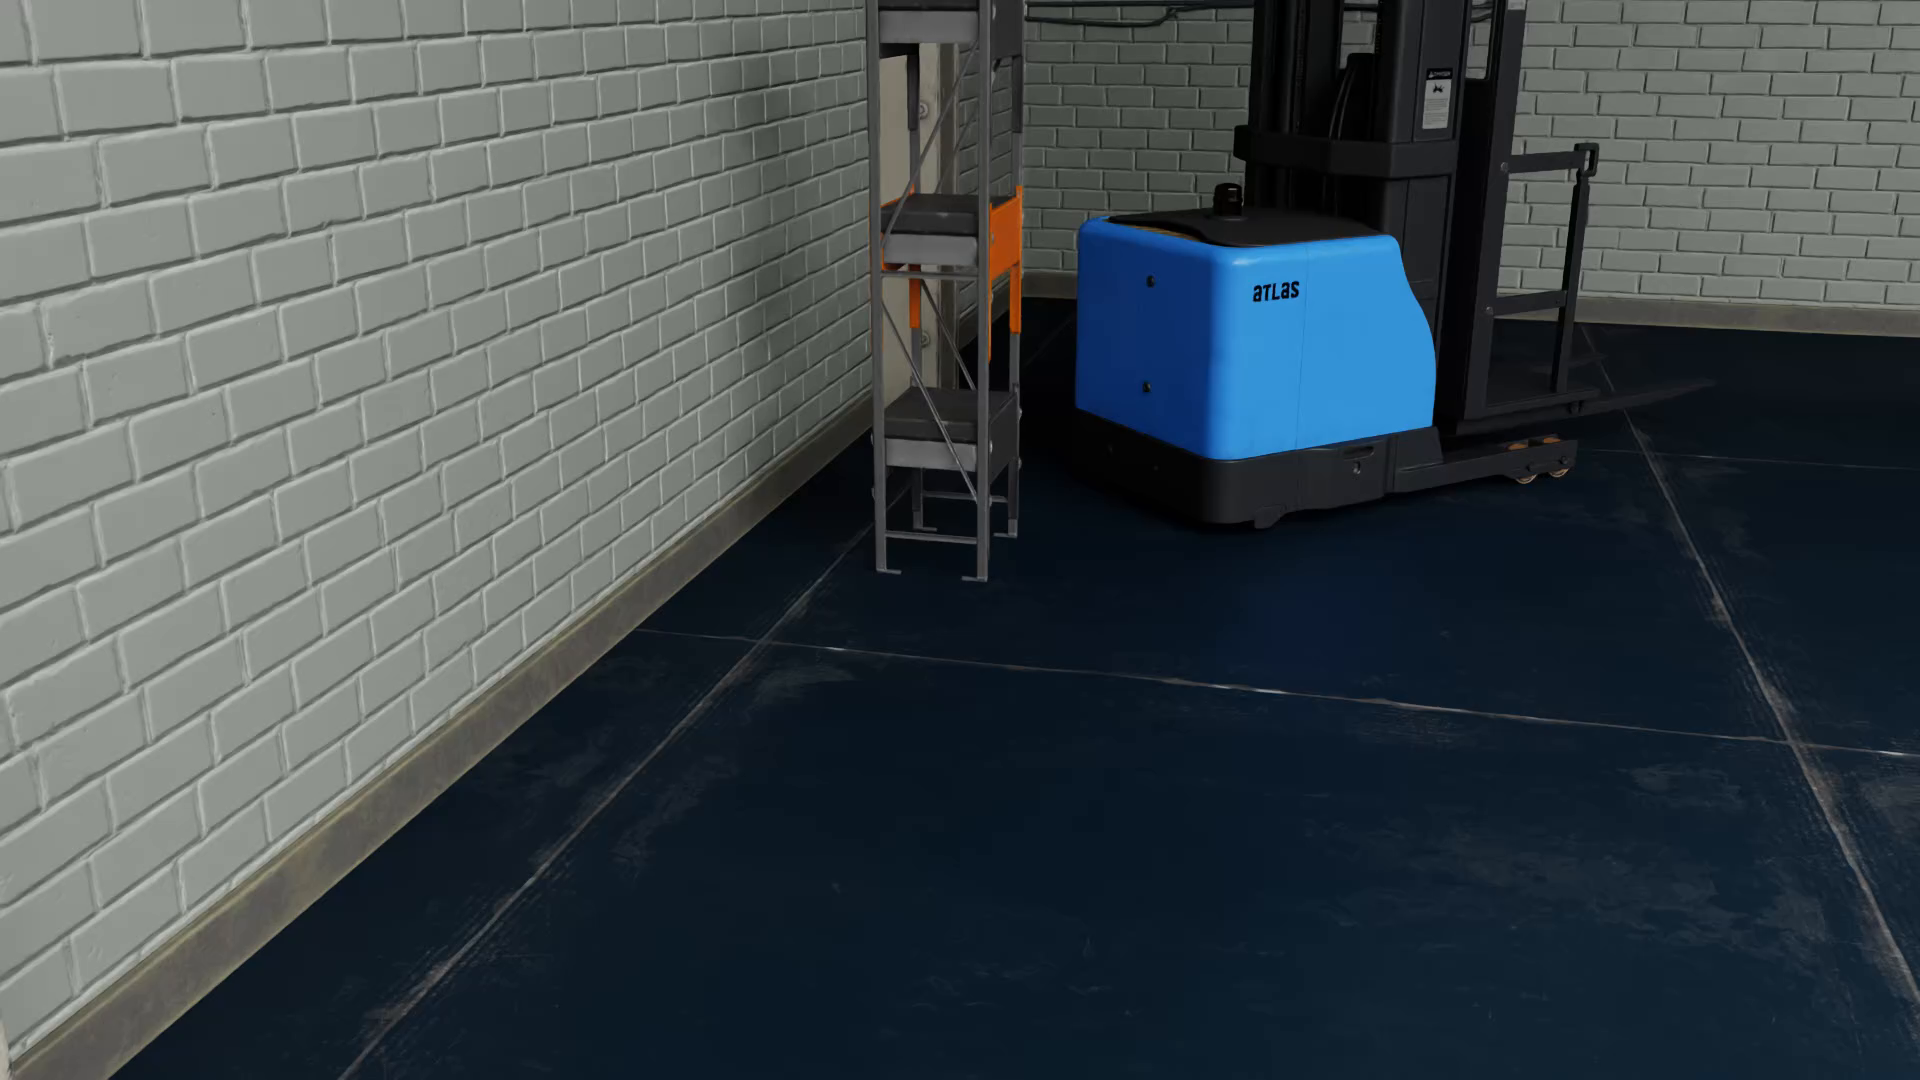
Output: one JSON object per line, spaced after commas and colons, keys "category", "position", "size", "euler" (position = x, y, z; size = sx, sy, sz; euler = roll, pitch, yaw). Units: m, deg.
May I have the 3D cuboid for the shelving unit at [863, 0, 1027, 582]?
{"category": "shelving unit", "position": [-0.040, -0.942, 5.696], "size": [0.431, 2.100, 0.503], "euler": [5, 19, 13]}

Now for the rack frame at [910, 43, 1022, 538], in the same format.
{"category": "rack frame", "position": [0.019, -1.018, 5.920], "size": [0.400, 2.100, 0.015], "euler": [5, 19, 13]}

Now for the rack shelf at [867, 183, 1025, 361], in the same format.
{"category": "rack shelf", "position": [-0.040, -0.929, 5.701], "size": [0.431, 0.518, 0.480], "euler": [5, 19, 13]}

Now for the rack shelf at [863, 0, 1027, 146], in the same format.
{"category": "rack shelf", "position": [-0.040, -1.591, 5.474], "size": [0.431, 0.518, 0.480], "euler": [5, 19, 13]}

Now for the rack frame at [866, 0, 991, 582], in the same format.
{"category": "rack frame", "position": [-0.100, -0.865, 5.472], "size": [0.400, 2.100, 0.015], "euler": [5, 19, 13]}

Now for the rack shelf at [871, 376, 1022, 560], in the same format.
{"category": "rack shelf", "position": [-0.040, -0.266, 5.927], "size": [0.431, 0.518, 0.480], "euler": [5, 19, 13]}

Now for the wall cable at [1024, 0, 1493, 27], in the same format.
{"category": "wall cable", "position": [1.800, -4.253, 9.520], "size": [3.097, 2.526, 0.112], "euler": [5, 19, 13]}

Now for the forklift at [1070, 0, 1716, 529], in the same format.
{"category": "forklift", "position": [1.993, -1.755, 6.791], "size": [3.031, 2.935, 1.130], "euler": [-10, 21, -28]}

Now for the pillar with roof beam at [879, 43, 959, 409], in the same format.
{"category": "pillar with roof beam", "position": [3.973, -4.563, 5.625], "size": [9.100, 9.000, 0.400], "euler": [5, 19, 13]}
